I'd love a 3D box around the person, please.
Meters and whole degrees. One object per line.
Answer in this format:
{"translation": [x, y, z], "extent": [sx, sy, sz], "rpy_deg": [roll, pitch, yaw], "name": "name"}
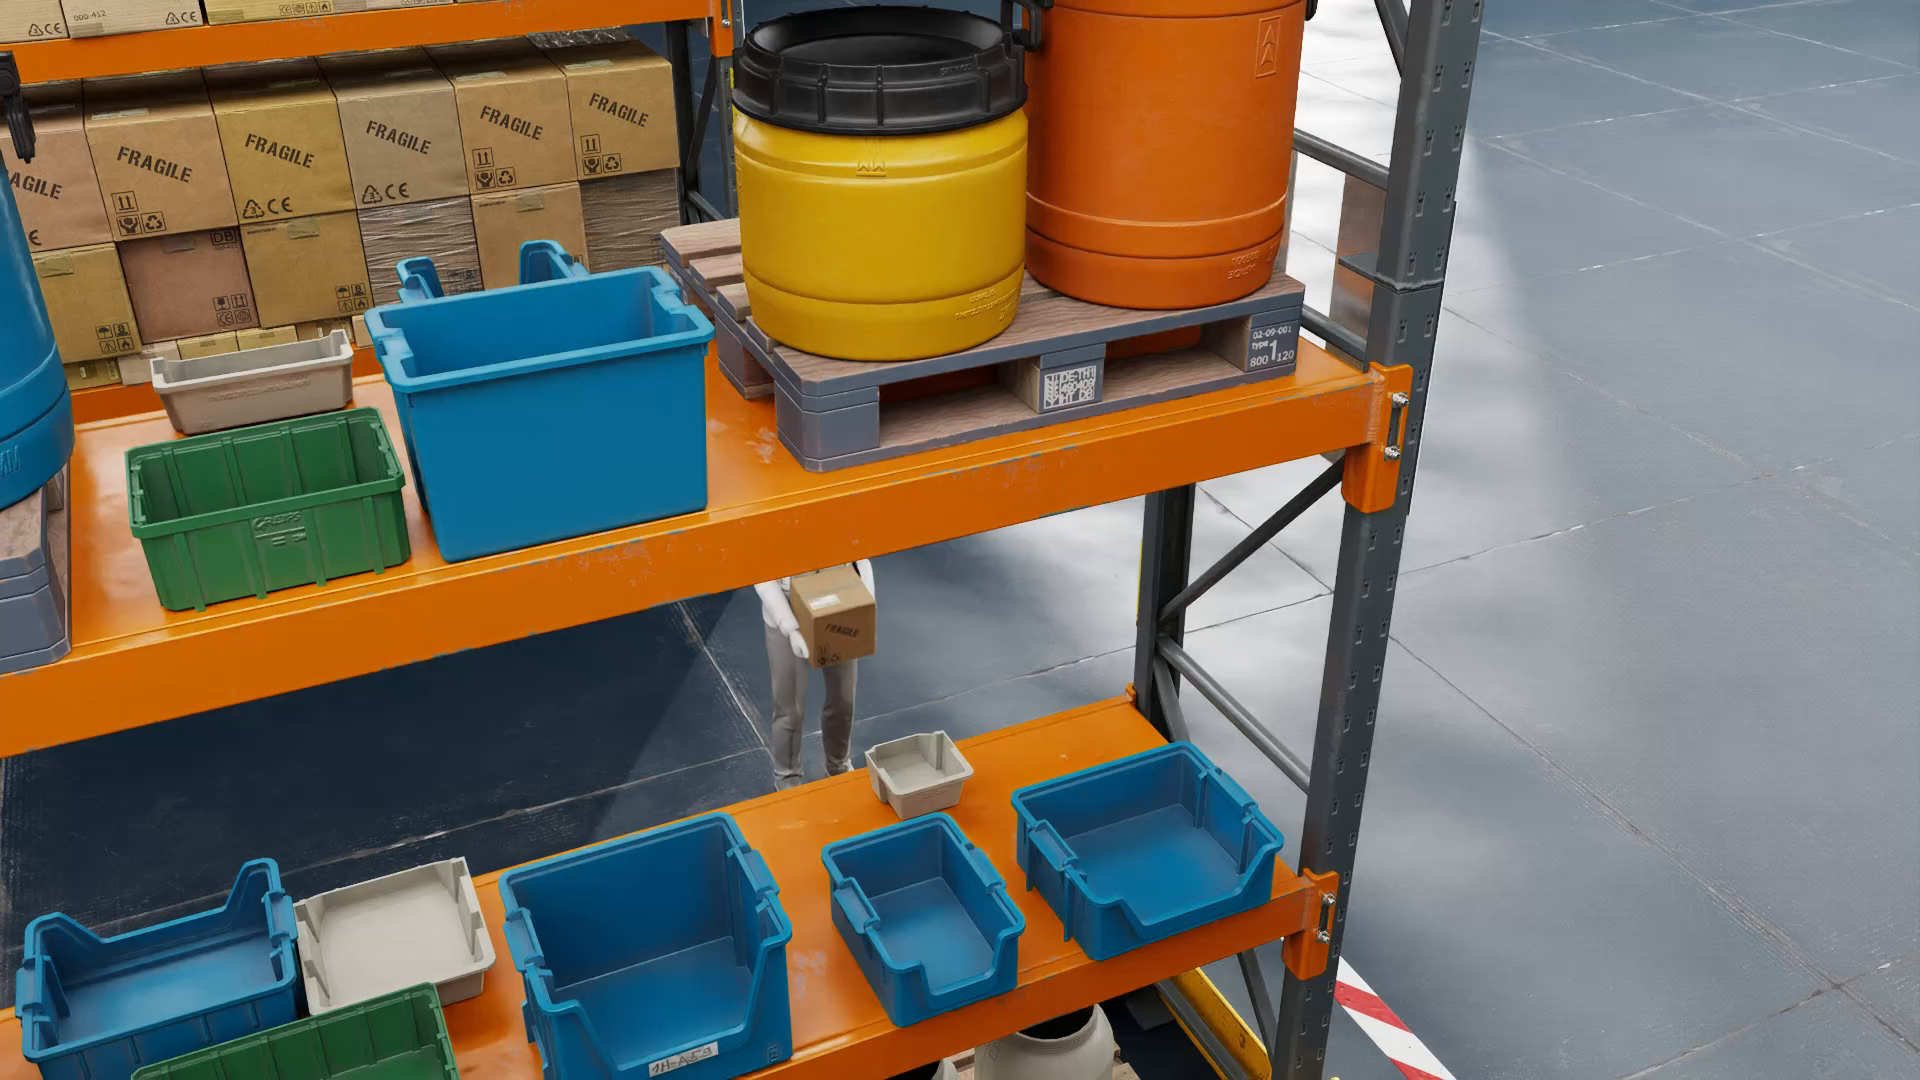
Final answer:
{"translation": [-0.559, 0.342, 6.499], "extent": [0.460, 1.686, 0.564], "rpy_deg": [-13, 32, -22], "name": "person"}
